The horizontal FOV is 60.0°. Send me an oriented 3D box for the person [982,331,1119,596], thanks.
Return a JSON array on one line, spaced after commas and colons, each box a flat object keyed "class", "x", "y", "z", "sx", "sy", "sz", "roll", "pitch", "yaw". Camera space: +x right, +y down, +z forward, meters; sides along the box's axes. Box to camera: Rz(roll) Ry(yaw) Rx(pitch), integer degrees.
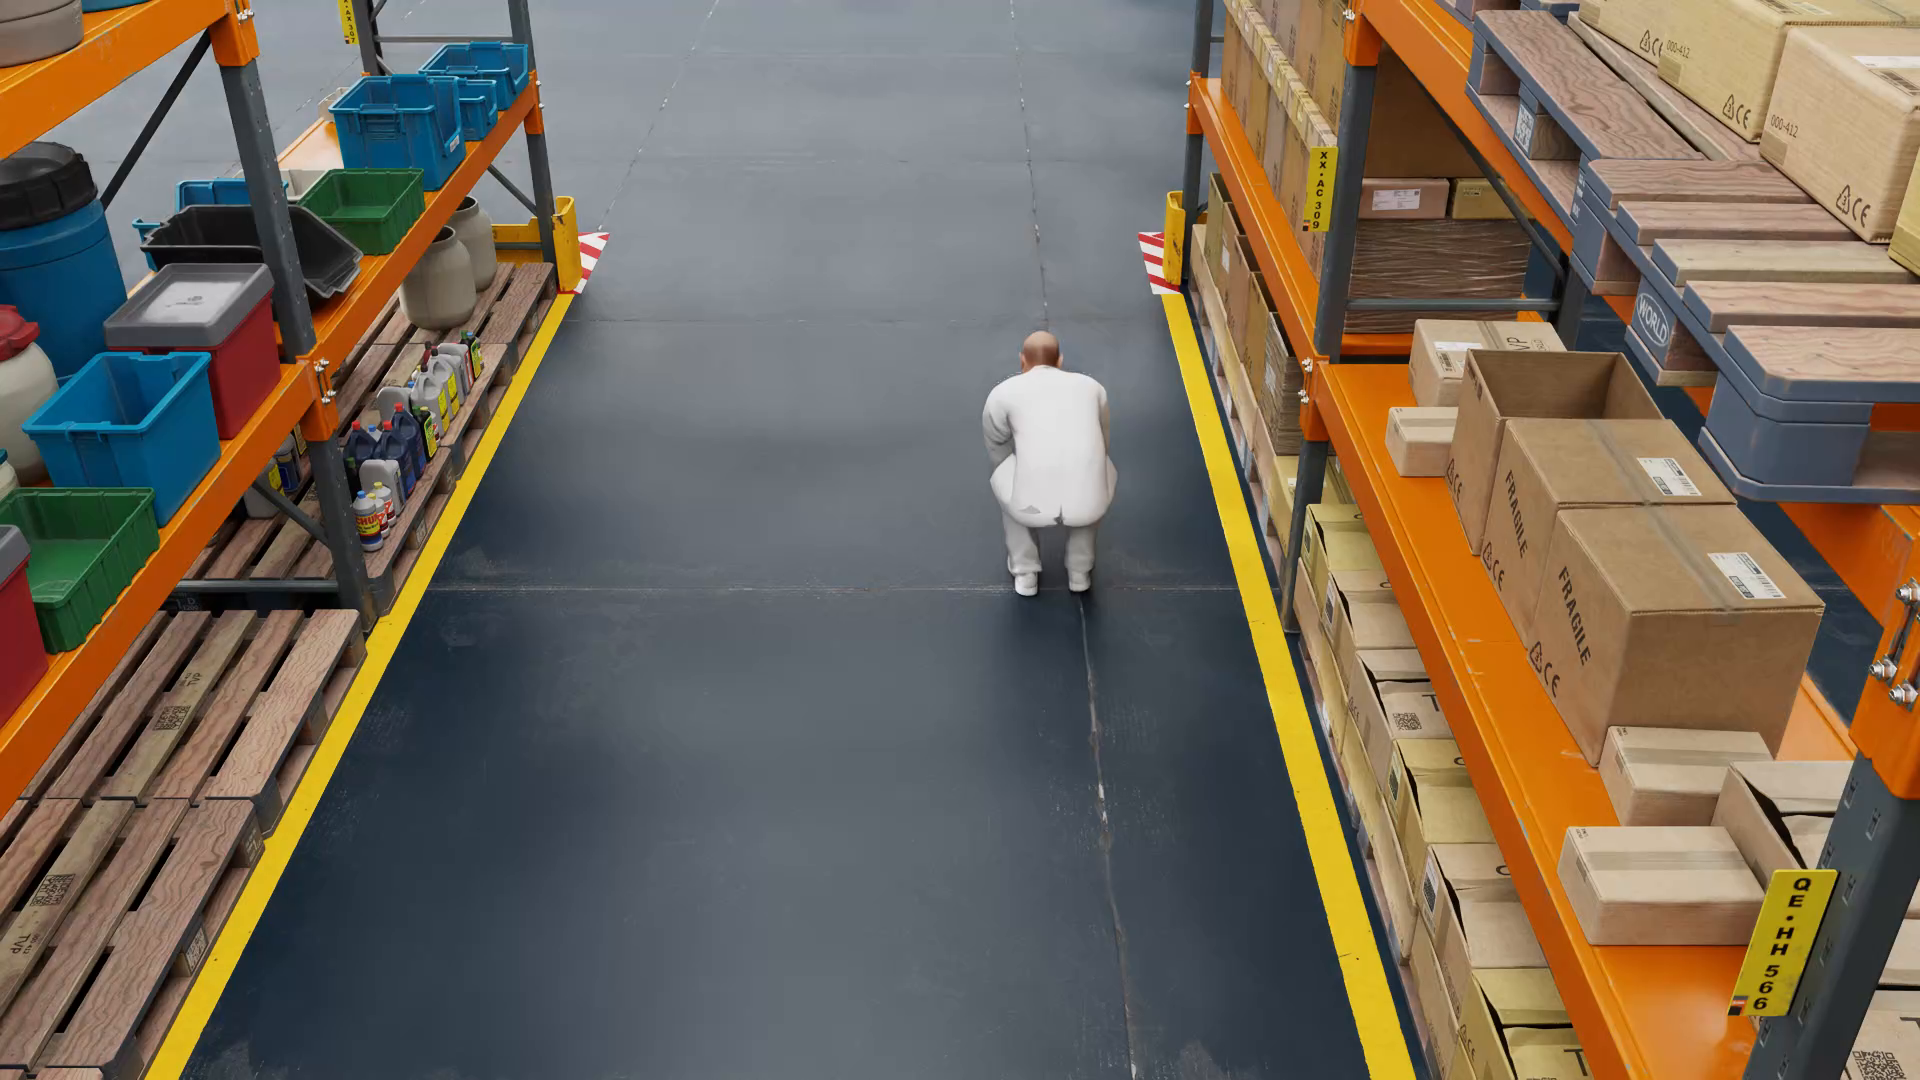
[{"class": "person", "x": 0.403, "y": -0.296, "z": 7.450, "sx": 0.607, "sy": 0.941, "sz": 0.905, "roll": 0, "pitch": 31, "yaw": 1}]
